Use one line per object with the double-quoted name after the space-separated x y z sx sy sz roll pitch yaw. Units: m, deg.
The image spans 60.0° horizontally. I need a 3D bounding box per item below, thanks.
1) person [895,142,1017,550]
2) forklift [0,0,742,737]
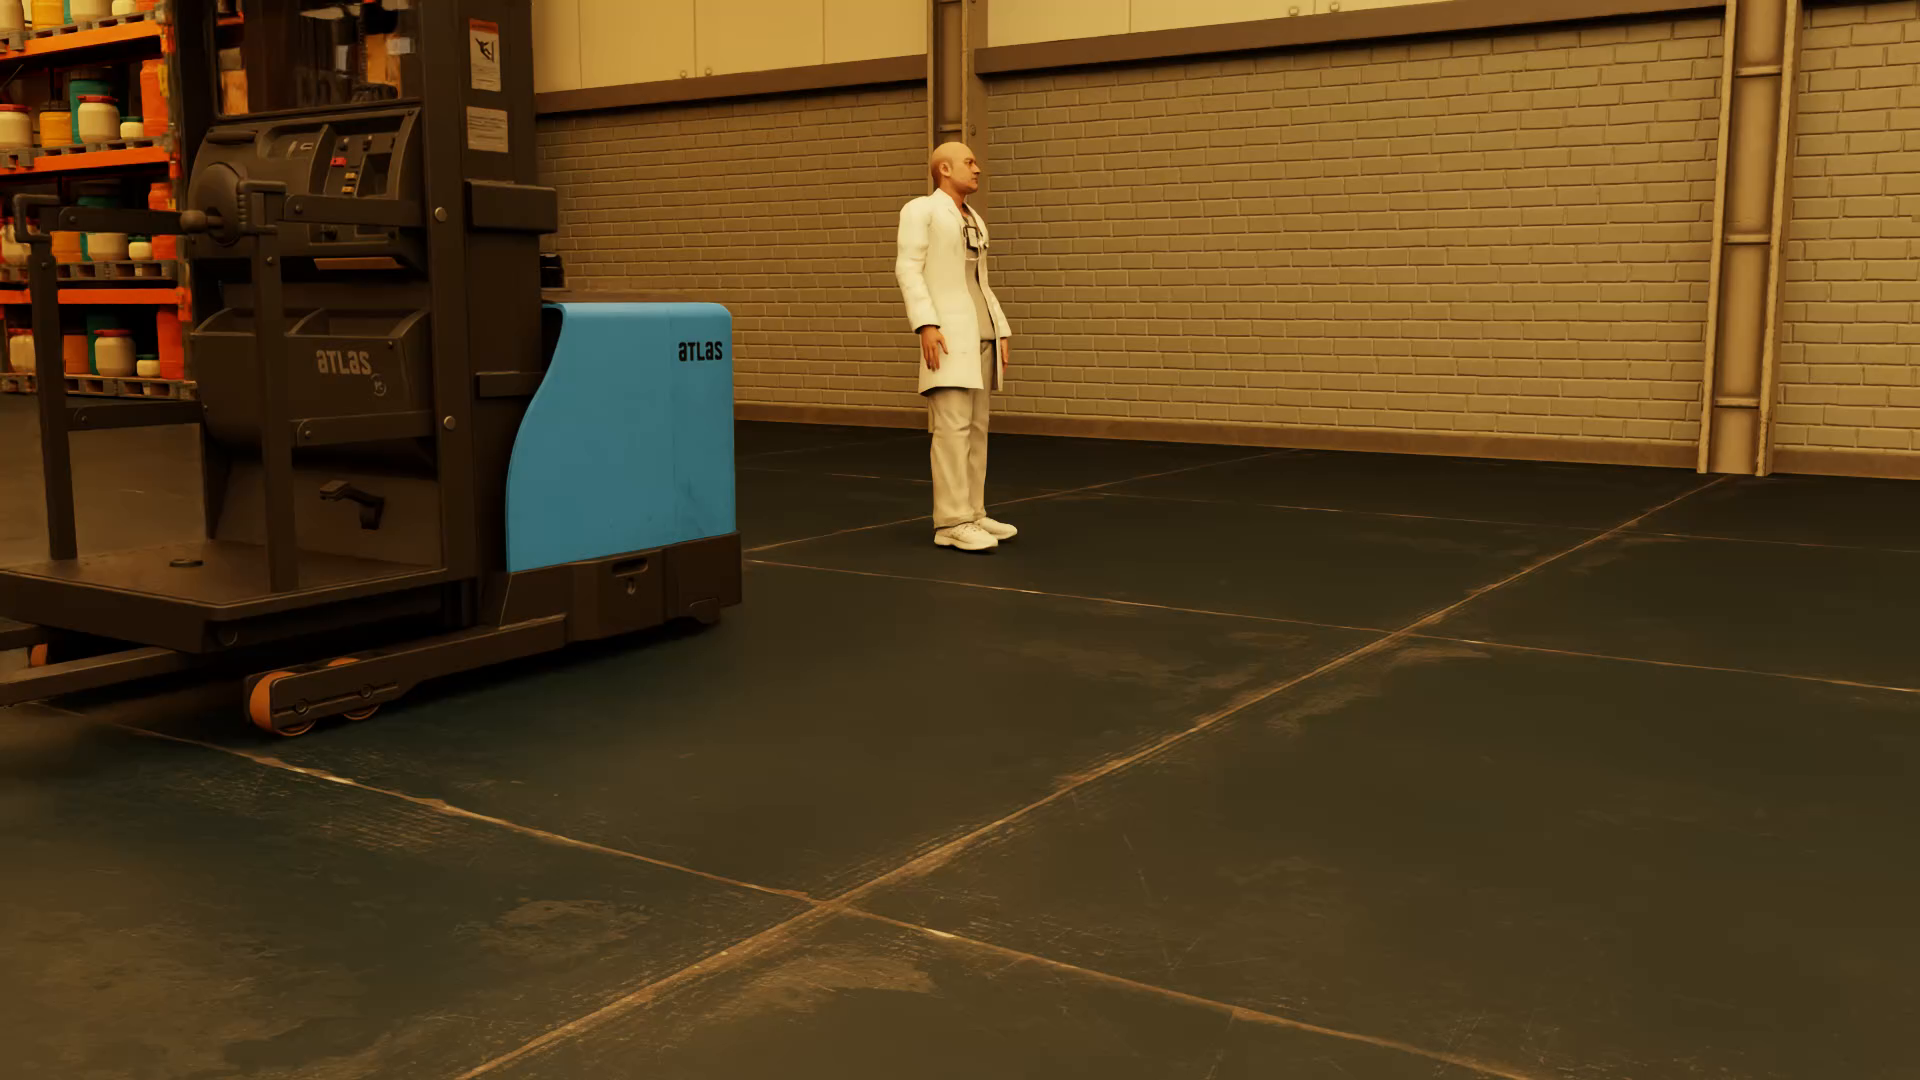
0.072 -0.879 7.424 0.581 1.775 0.696 5 10 34 "person"
-1.954 -1.034 4.466 1.130 2.935 3.031 5 10 32 "forklift"
